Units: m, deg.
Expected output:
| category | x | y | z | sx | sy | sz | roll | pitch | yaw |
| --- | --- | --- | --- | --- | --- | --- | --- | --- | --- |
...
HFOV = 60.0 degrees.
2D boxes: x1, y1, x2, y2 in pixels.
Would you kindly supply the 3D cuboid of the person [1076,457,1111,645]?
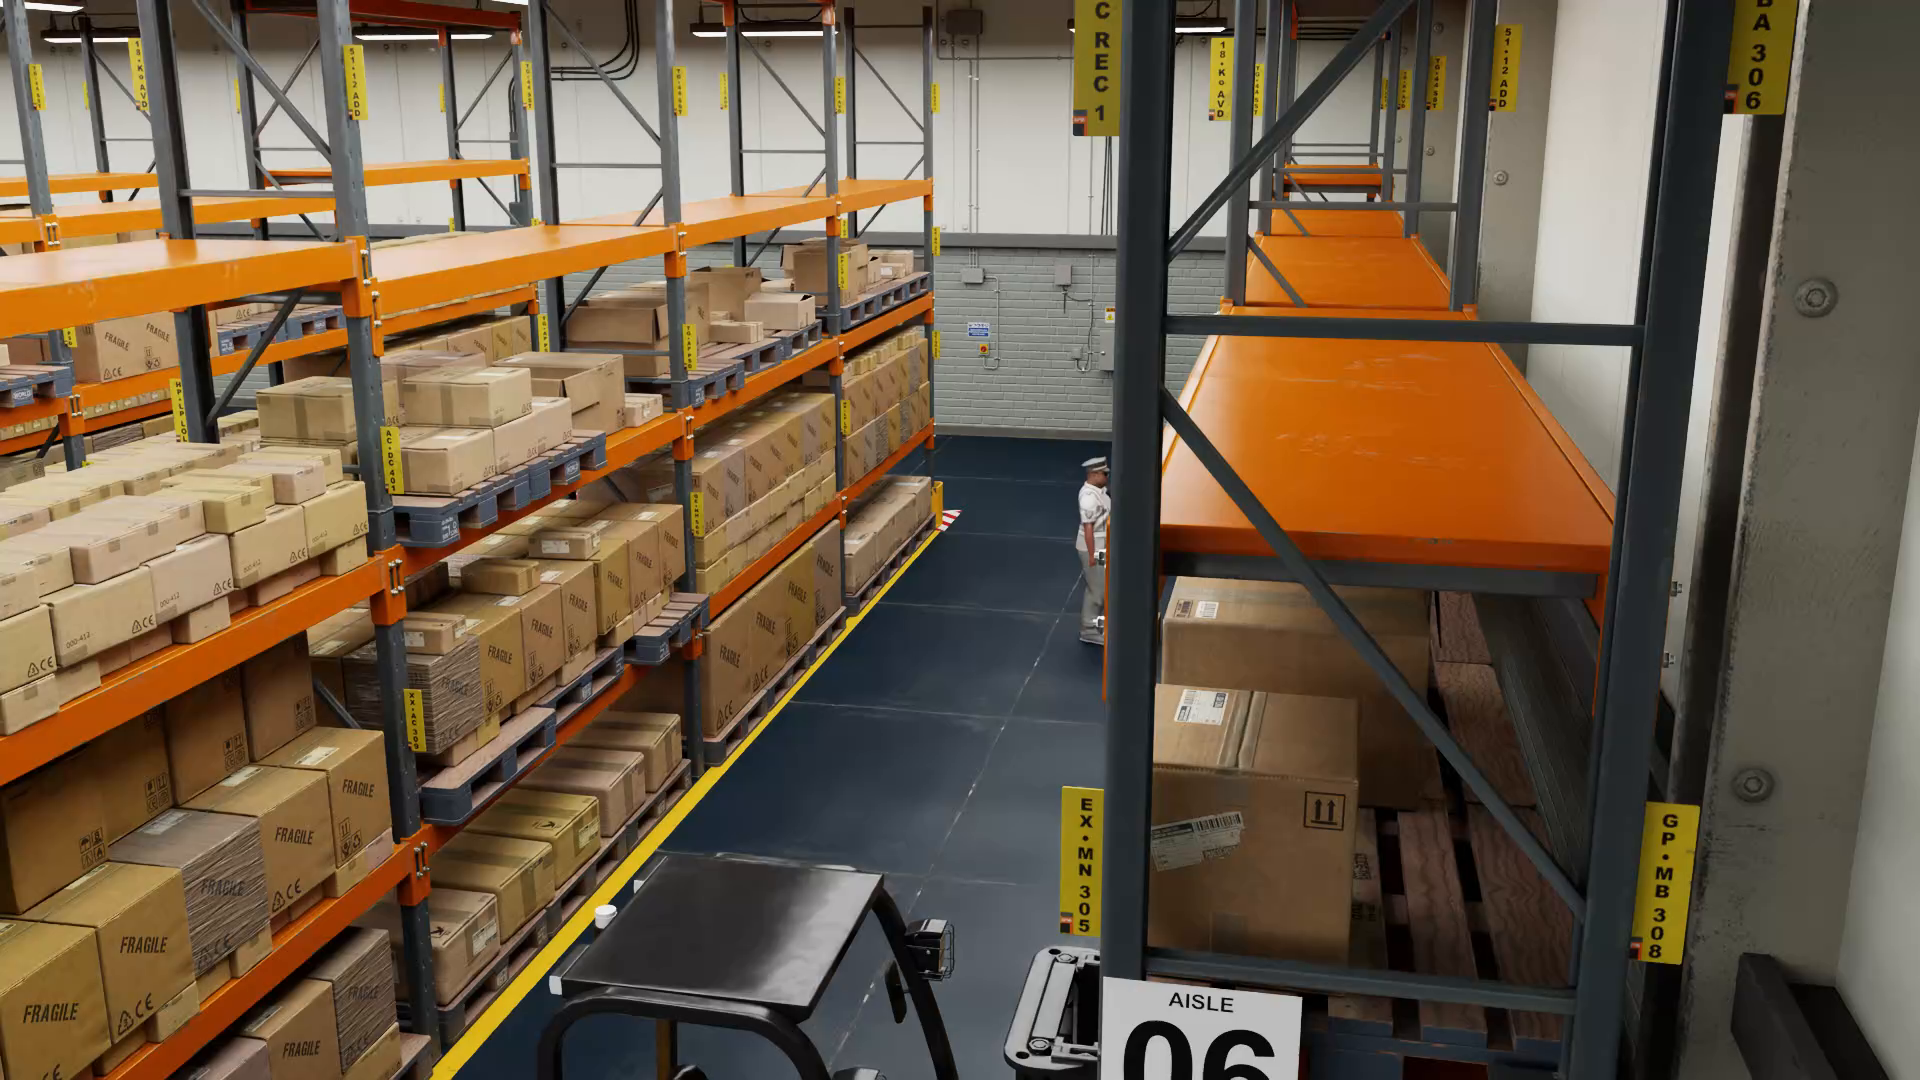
| category | x | y | z | sx | sy | sz | roll | pitch | yaw |
| --- | --- | --- | --- | --- | --- | --- | --- | --- | --- |
| person | 1.299 | 0.080 | 15.671 | 0.397 | 1.762 | 0.534 | 3 | 15 | 13 |
